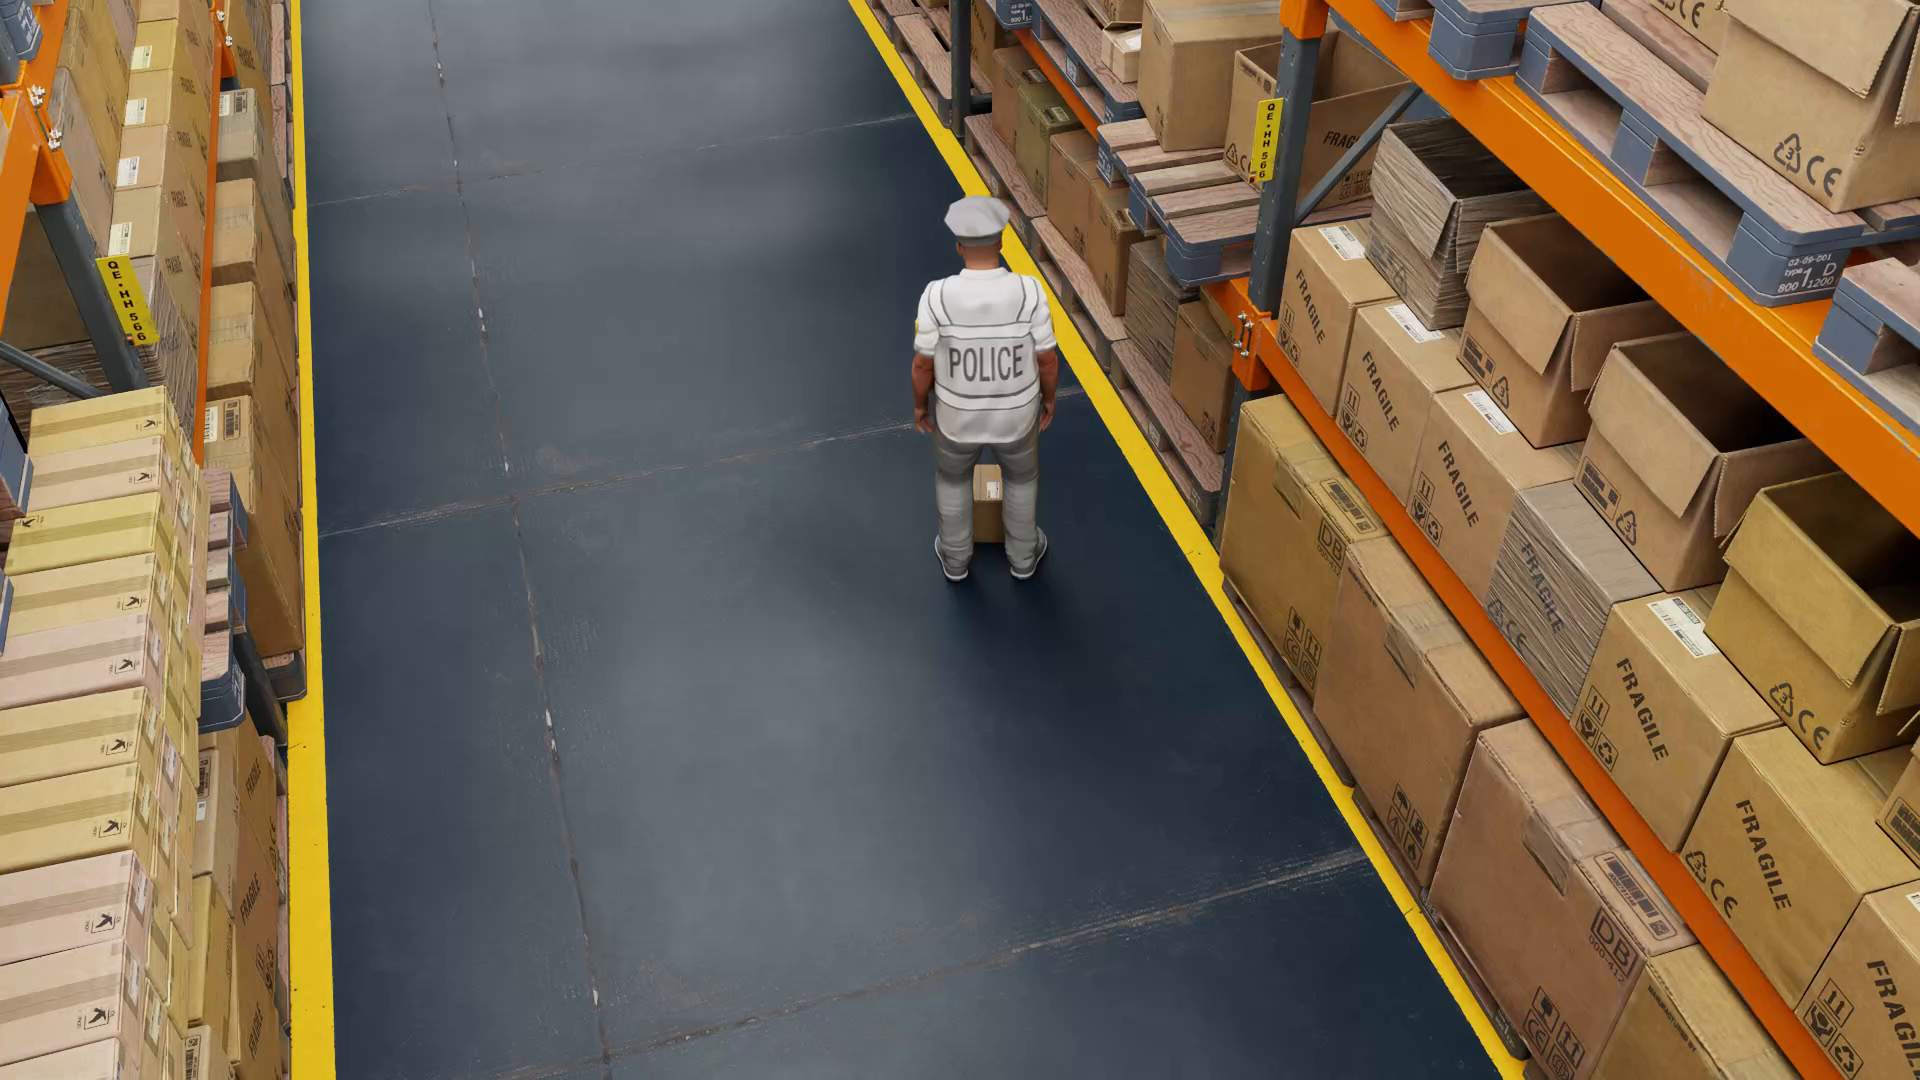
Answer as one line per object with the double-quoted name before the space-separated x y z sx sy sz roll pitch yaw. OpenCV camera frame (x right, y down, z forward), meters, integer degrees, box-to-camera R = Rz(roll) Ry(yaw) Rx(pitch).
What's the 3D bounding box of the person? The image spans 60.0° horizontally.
"person" 0.101 -0.534 6.751 0.589 1.744 0.434 -1 42 -1
